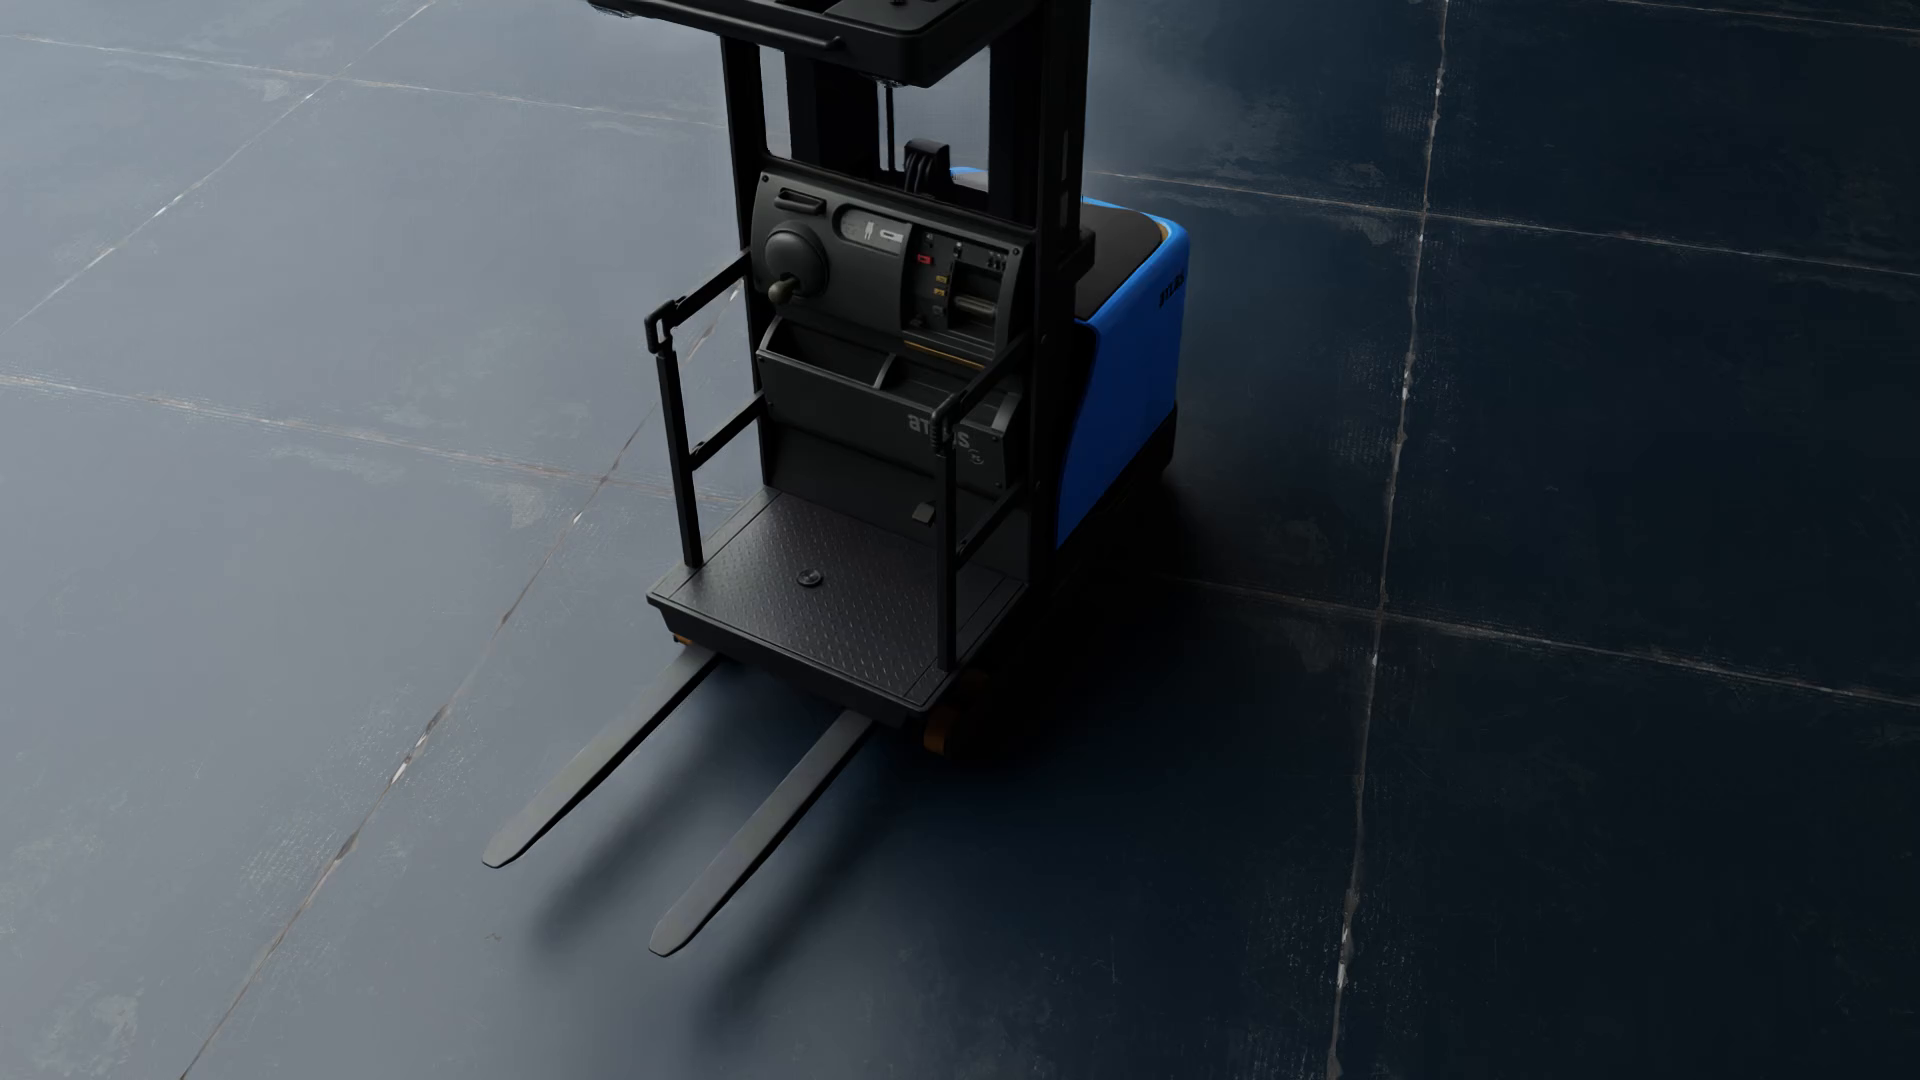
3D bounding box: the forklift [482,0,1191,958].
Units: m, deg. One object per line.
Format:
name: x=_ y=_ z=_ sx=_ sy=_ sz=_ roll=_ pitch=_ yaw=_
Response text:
forklift: x=-0.336 y=-0.760 z=4.876 sx=1.130 sy=2.935 sz=3.031 roll=20 pitch=44 yaw=23
